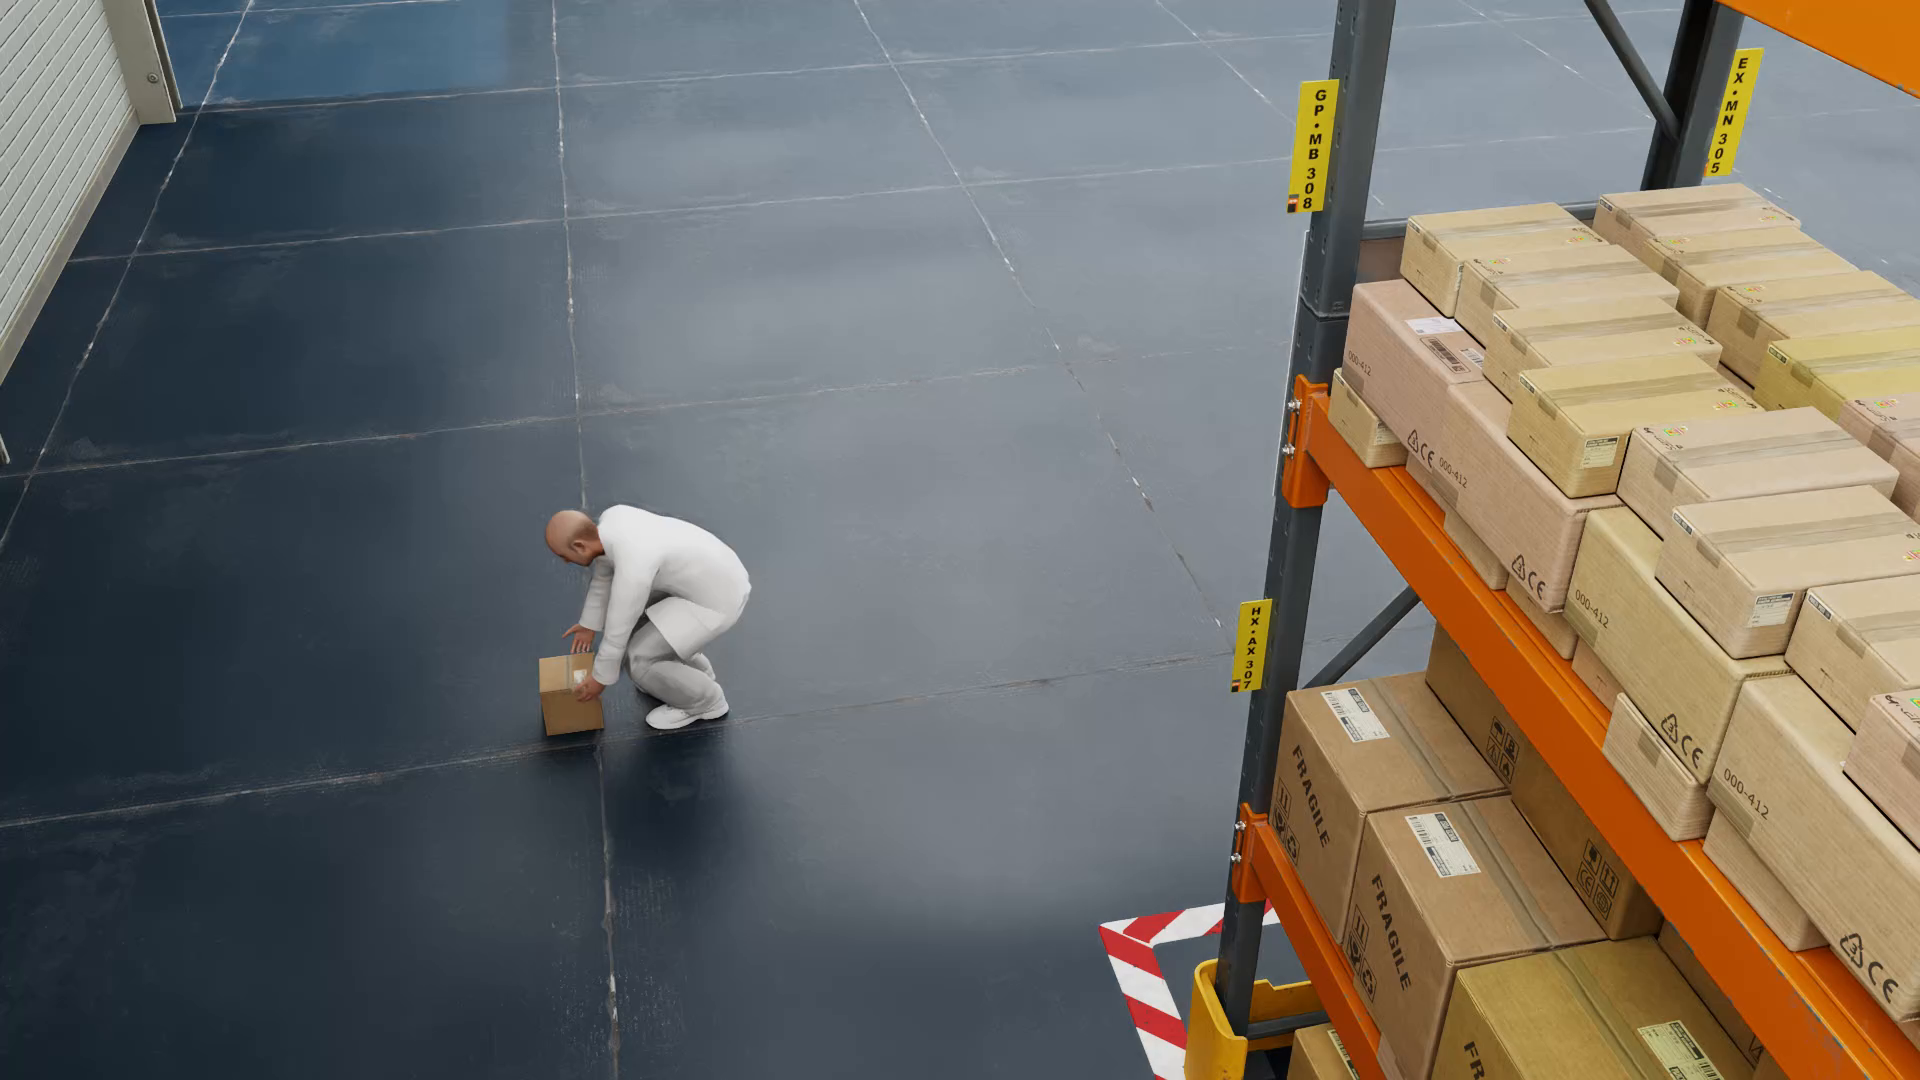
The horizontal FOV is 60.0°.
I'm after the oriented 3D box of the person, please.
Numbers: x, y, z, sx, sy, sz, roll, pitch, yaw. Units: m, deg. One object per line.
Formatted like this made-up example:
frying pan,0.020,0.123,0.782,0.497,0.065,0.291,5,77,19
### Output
person,-1.340,0.297,7.301,0.854,1.125,0.616,-7,35,-11
